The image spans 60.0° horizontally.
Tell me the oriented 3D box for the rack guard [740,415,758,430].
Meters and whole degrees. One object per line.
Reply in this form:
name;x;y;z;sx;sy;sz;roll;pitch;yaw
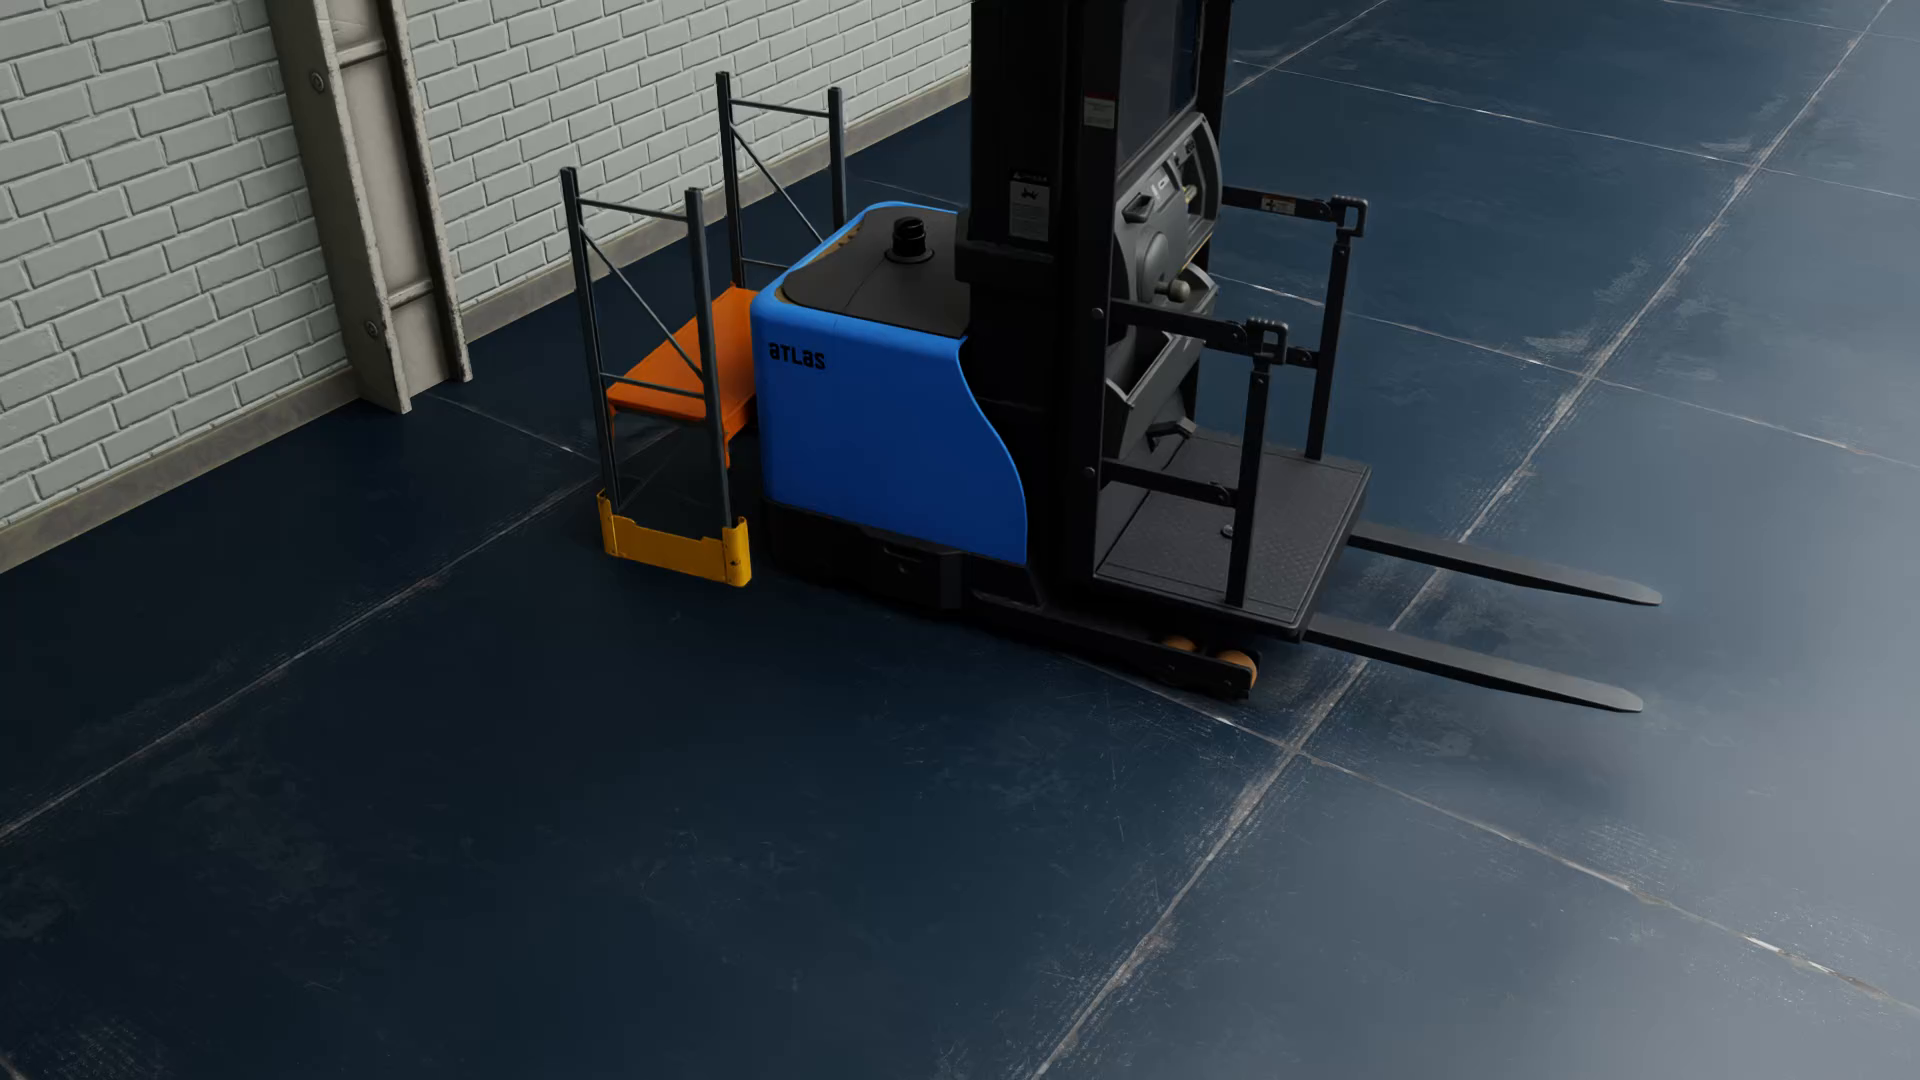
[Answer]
rack guard;-0.662;-0.531;6.811;0.587;0.250;0.087;13;36;18

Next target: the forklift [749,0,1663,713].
forklift;0.841;-1.025;5.150;3.031;2.935;1.130;14;37;20

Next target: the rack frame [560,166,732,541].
rack frame;-1.046;-0.522;5.683;0.500;1.500;0.032;13;36;18

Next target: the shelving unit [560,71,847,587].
shelving unit;-0.851;-0.790;6.079;0.587;1.500;1.083;13;36;18

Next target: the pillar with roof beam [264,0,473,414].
pillar with roof beam;1.163;-3.023;2.687;9.100;9.000;0.400;21;39;28

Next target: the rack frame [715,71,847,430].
rack frame;-0.662;-1.049;6.462;0.500;1.500;0.032;13;36;18

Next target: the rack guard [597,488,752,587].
rack guard;-1.039;-0.014;6.048;0.587;0.250;0.087;13;36;18

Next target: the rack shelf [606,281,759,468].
rack shelf;-0.854;-0.636;6.173;0.538;0.185;1.000;13;36;18
